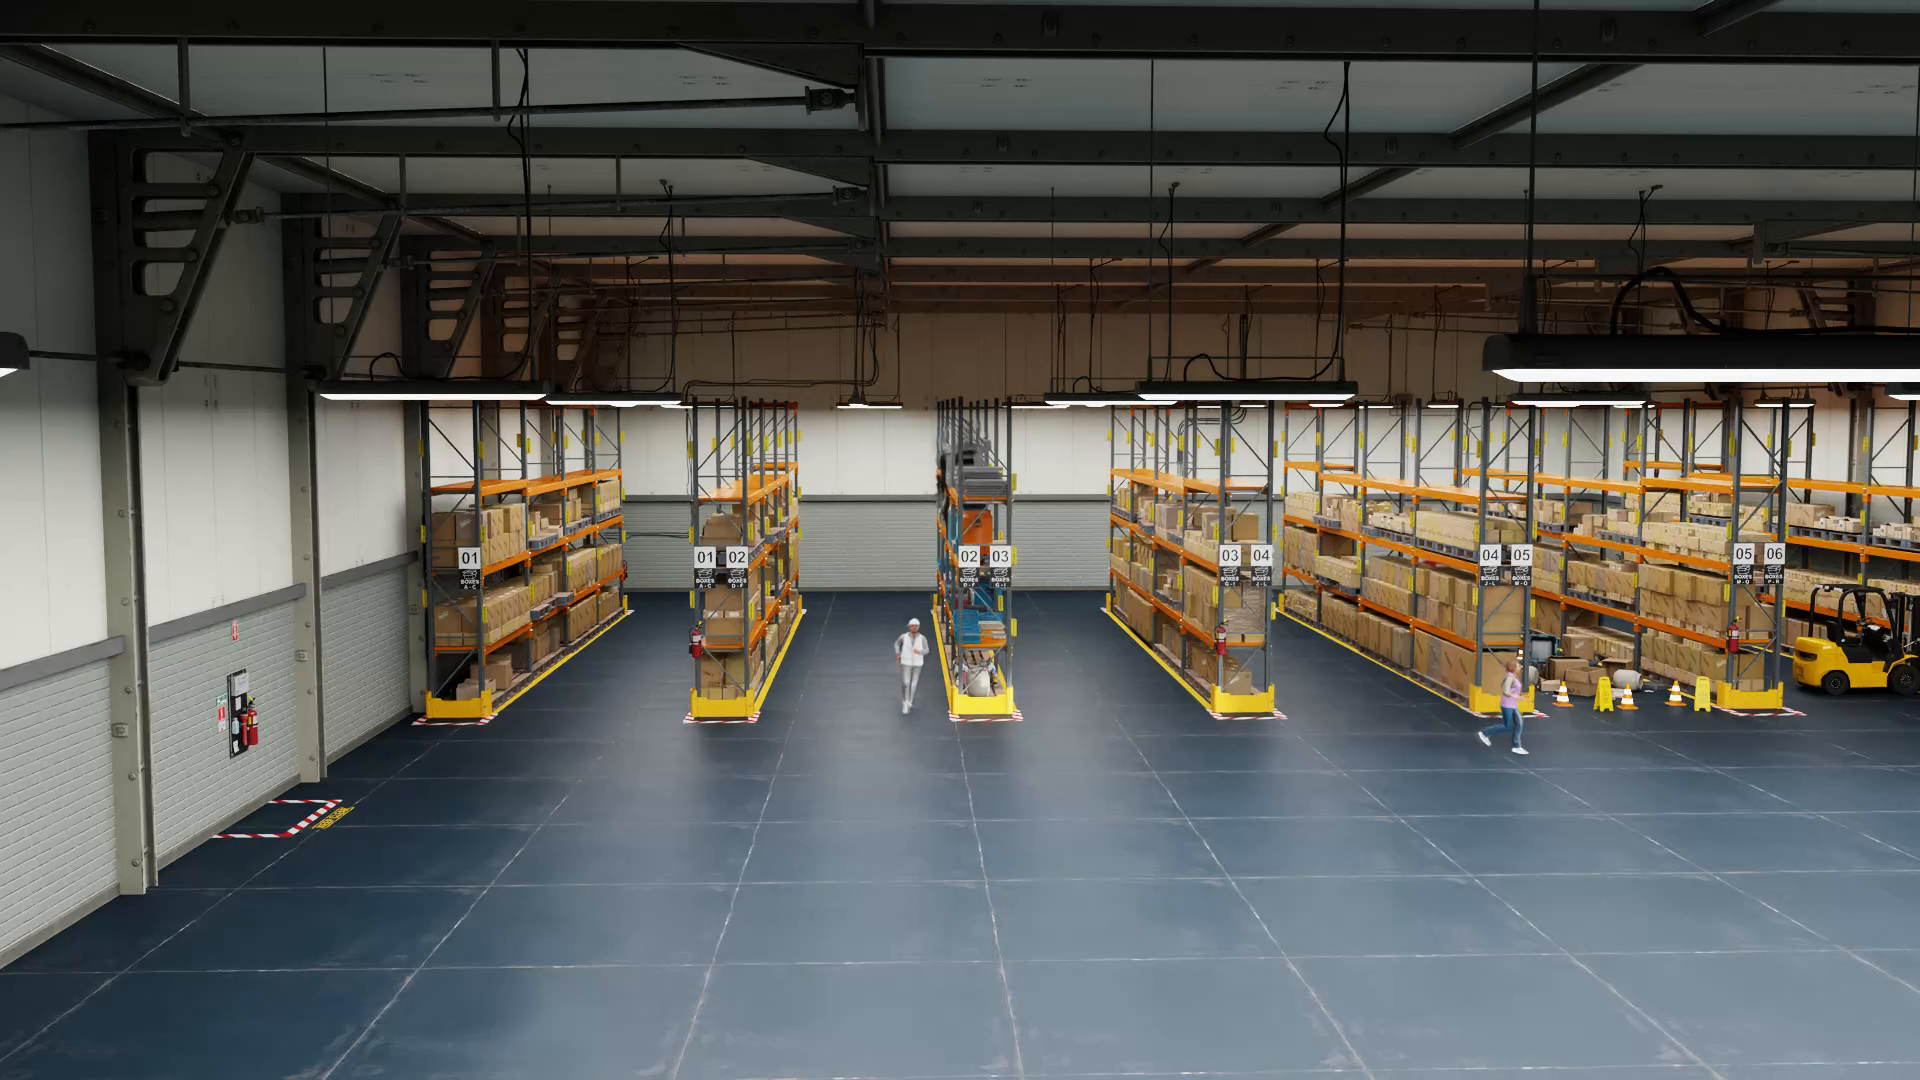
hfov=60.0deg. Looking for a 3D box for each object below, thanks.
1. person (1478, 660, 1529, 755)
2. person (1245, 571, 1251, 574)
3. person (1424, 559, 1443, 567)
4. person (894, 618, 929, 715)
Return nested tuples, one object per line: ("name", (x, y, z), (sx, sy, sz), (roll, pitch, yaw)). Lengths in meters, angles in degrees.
("person", (9.133, 2.787, 27.874), (0.819, 1.578, 0.527), (2, 5, 29))
("person", (8.190, 1.144, 48.402), (0.760, 1.683, 0.595), (4, 6, 44))
("person", (13.934, 1.056, 49.211), (0.996, 1.721, 0.666), (0, 4, -6))
("person", (-0.914, 2.401, 31.761), (0.631, 1.806, 0.712), (-1, 4, -10))
